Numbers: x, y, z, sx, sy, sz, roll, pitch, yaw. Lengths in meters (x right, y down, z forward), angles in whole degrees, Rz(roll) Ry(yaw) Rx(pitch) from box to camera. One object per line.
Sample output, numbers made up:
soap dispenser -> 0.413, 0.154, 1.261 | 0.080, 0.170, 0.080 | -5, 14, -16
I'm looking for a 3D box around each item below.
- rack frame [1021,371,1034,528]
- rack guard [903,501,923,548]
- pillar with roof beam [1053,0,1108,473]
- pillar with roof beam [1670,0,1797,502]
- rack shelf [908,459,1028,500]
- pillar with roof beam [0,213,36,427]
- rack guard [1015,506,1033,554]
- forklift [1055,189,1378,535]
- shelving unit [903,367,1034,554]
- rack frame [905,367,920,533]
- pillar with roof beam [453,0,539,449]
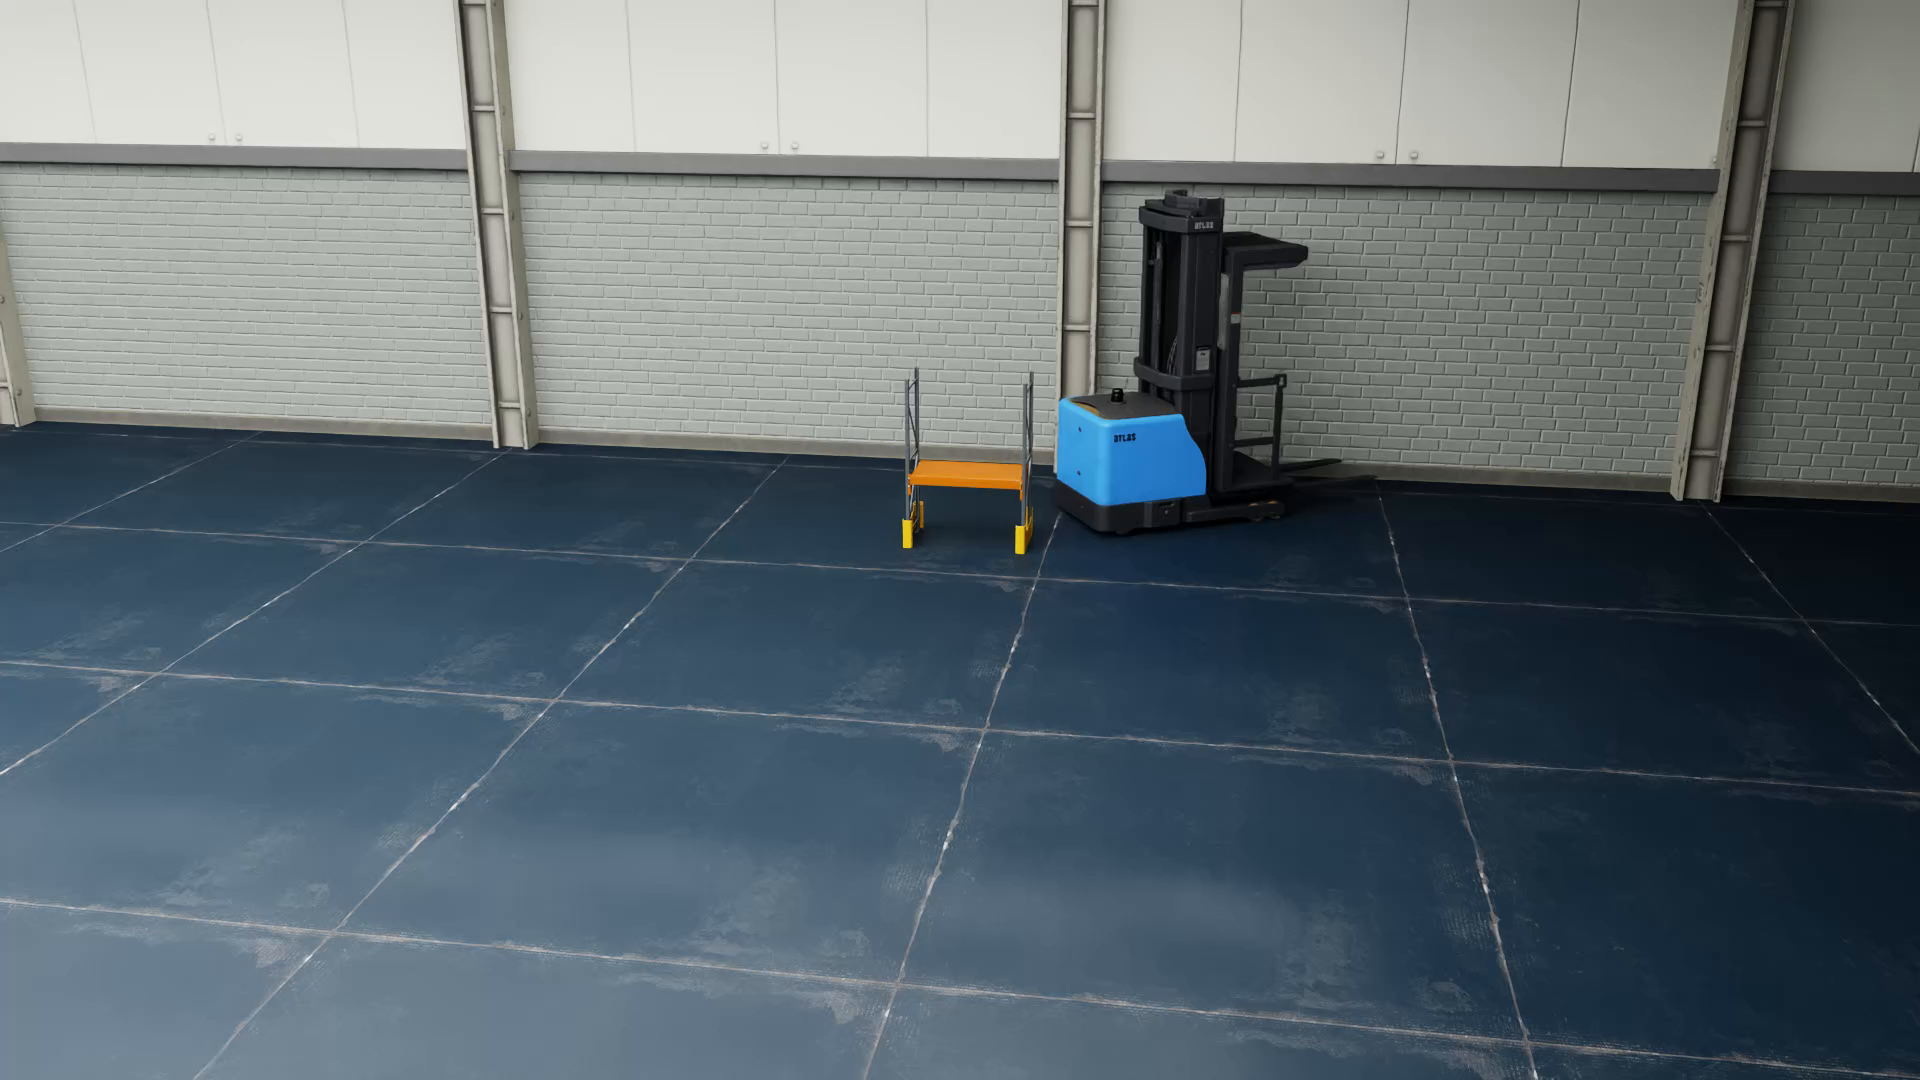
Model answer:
rack frame -> 0.586, -0.681, 14.476 | 0.032, 1.500, 0.500 | 3, 19, 9
rack guard -> -0.416, -0.140, 14.827 | 0.087, 0.250, 0.587 | 3, 19, 9
pillar with roof beam -> 0.483, -3.639, 11.497 | 0.400, 9.000, 9.100 | 3, 19, 9
pillar with roof beam -> 6.407, -3.337, 10.594 | 0.400, 9.000, 9.100 | 3, 19, 9
rack shelf -> 0.084, -0.536, 14.609 | 1.000, 0.185, 0.538 | 3, 19, 9
pillar with roof beam -> -11.365, -4.243, 13.302 | 0.400, 9.000, 9.100 | 3, 19, 9
rack guard -> 0.567, -0.090, 14.677 | 0.087, 0.250, 0.587 | 3, 19, 9
forklift -> 2.466, -1.710, 15.294 | 3.031, 2.935, 1.130 | -7, 20, -20
shelving unit -> 0.075, -0.707, 14.554 | 1.083, 1.500, 0.587 | 3, 19, 9
rack frame -> -0.418, -0.733, 14.629 | 0.032, 1.500, 0.500 | 3, 19, 9
pillar with roof beam -> -5.441, -3.941, 12.399 | 0.400, 9.000, 9.100 | 3, 19, 9
